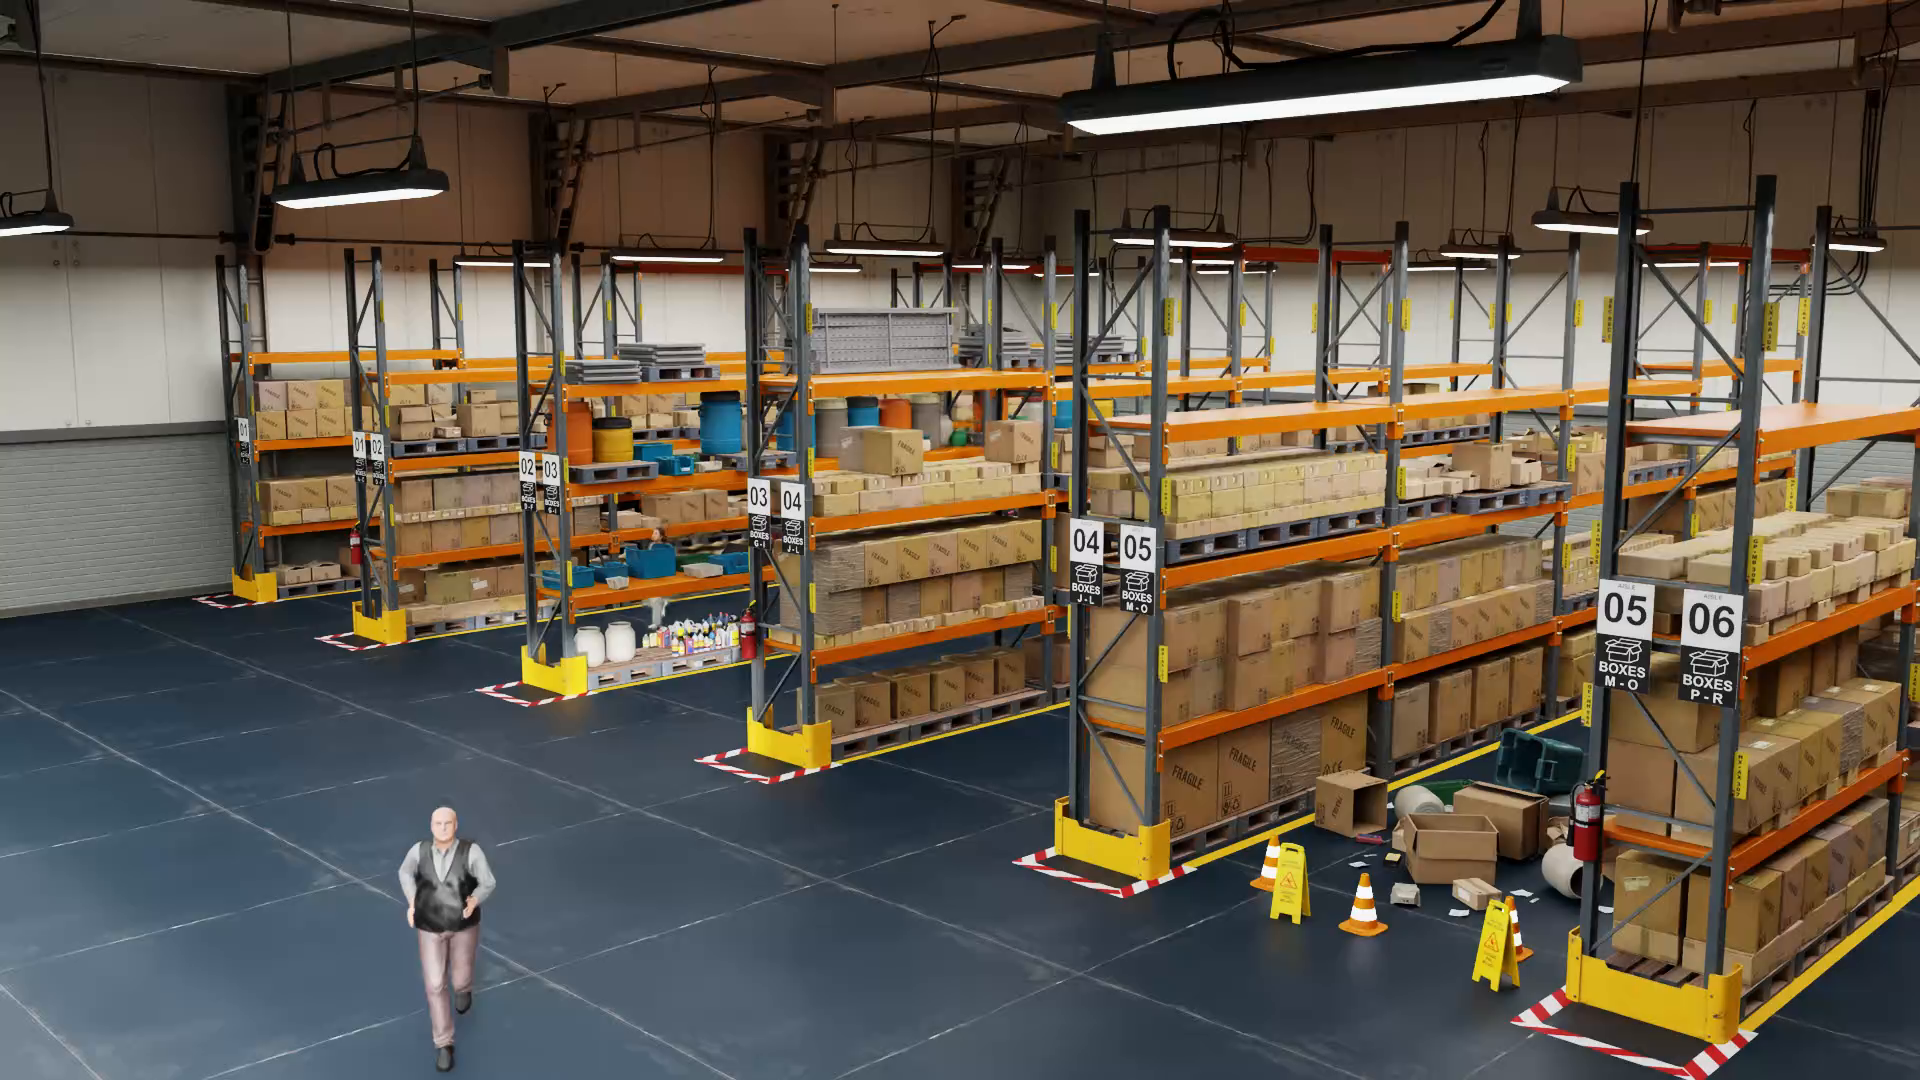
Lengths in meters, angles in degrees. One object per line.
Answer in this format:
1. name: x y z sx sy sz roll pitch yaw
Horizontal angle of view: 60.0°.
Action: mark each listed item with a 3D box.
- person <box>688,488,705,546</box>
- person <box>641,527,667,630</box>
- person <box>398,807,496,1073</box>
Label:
1. person: -4.997 -0.177 31.838 0.600 1.671 0.892 6 10 38
2. person: -4.768 0.602 26.211 0.564 1.618 0.574 5 9 30
3. person: -3.562 2.697 11.576 0.663 1.727 0.928 -2 8 -13
